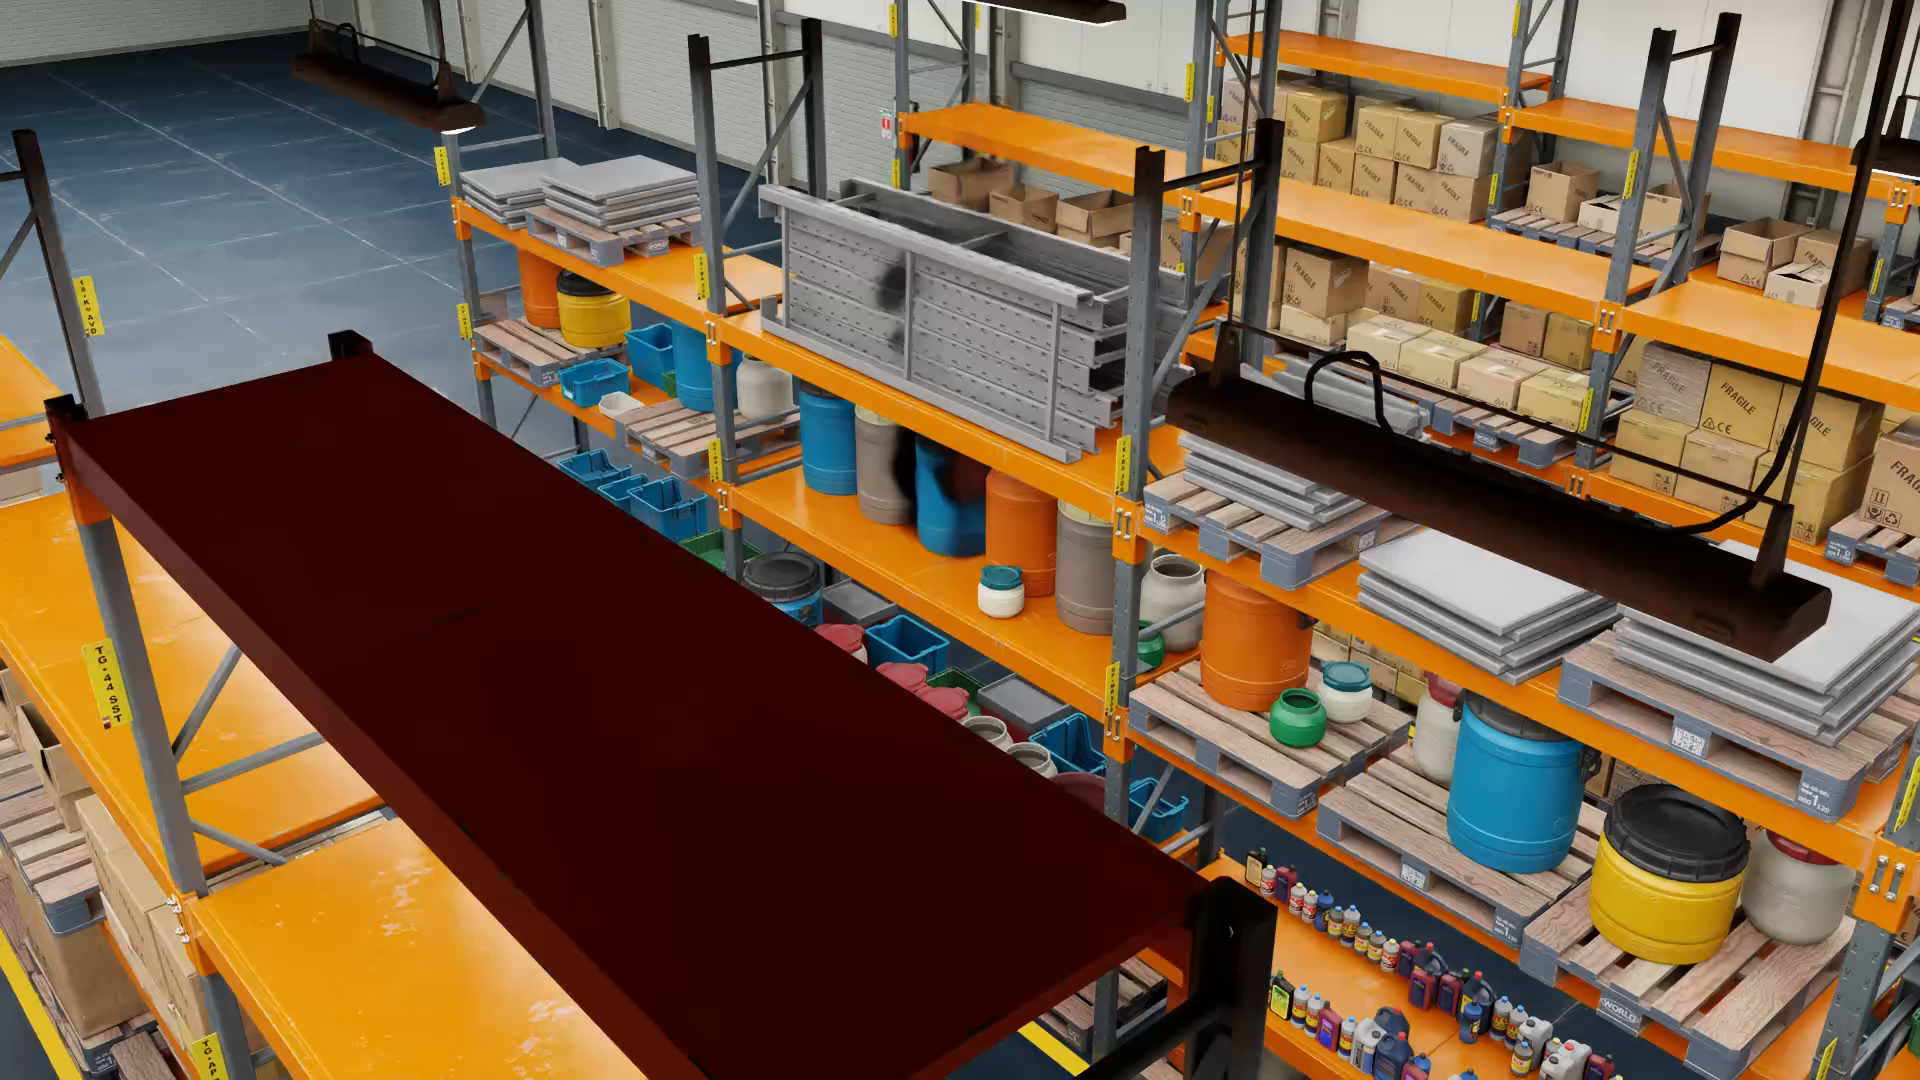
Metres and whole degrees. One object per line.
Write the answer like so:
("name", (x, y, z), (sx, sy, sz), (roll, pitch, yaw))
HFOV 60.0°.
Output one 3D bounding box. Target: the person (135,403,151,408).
("person", (-7.982, -0.518, 16.605), (0.854, 1.811, 0.651), (-6, 27, -11))
